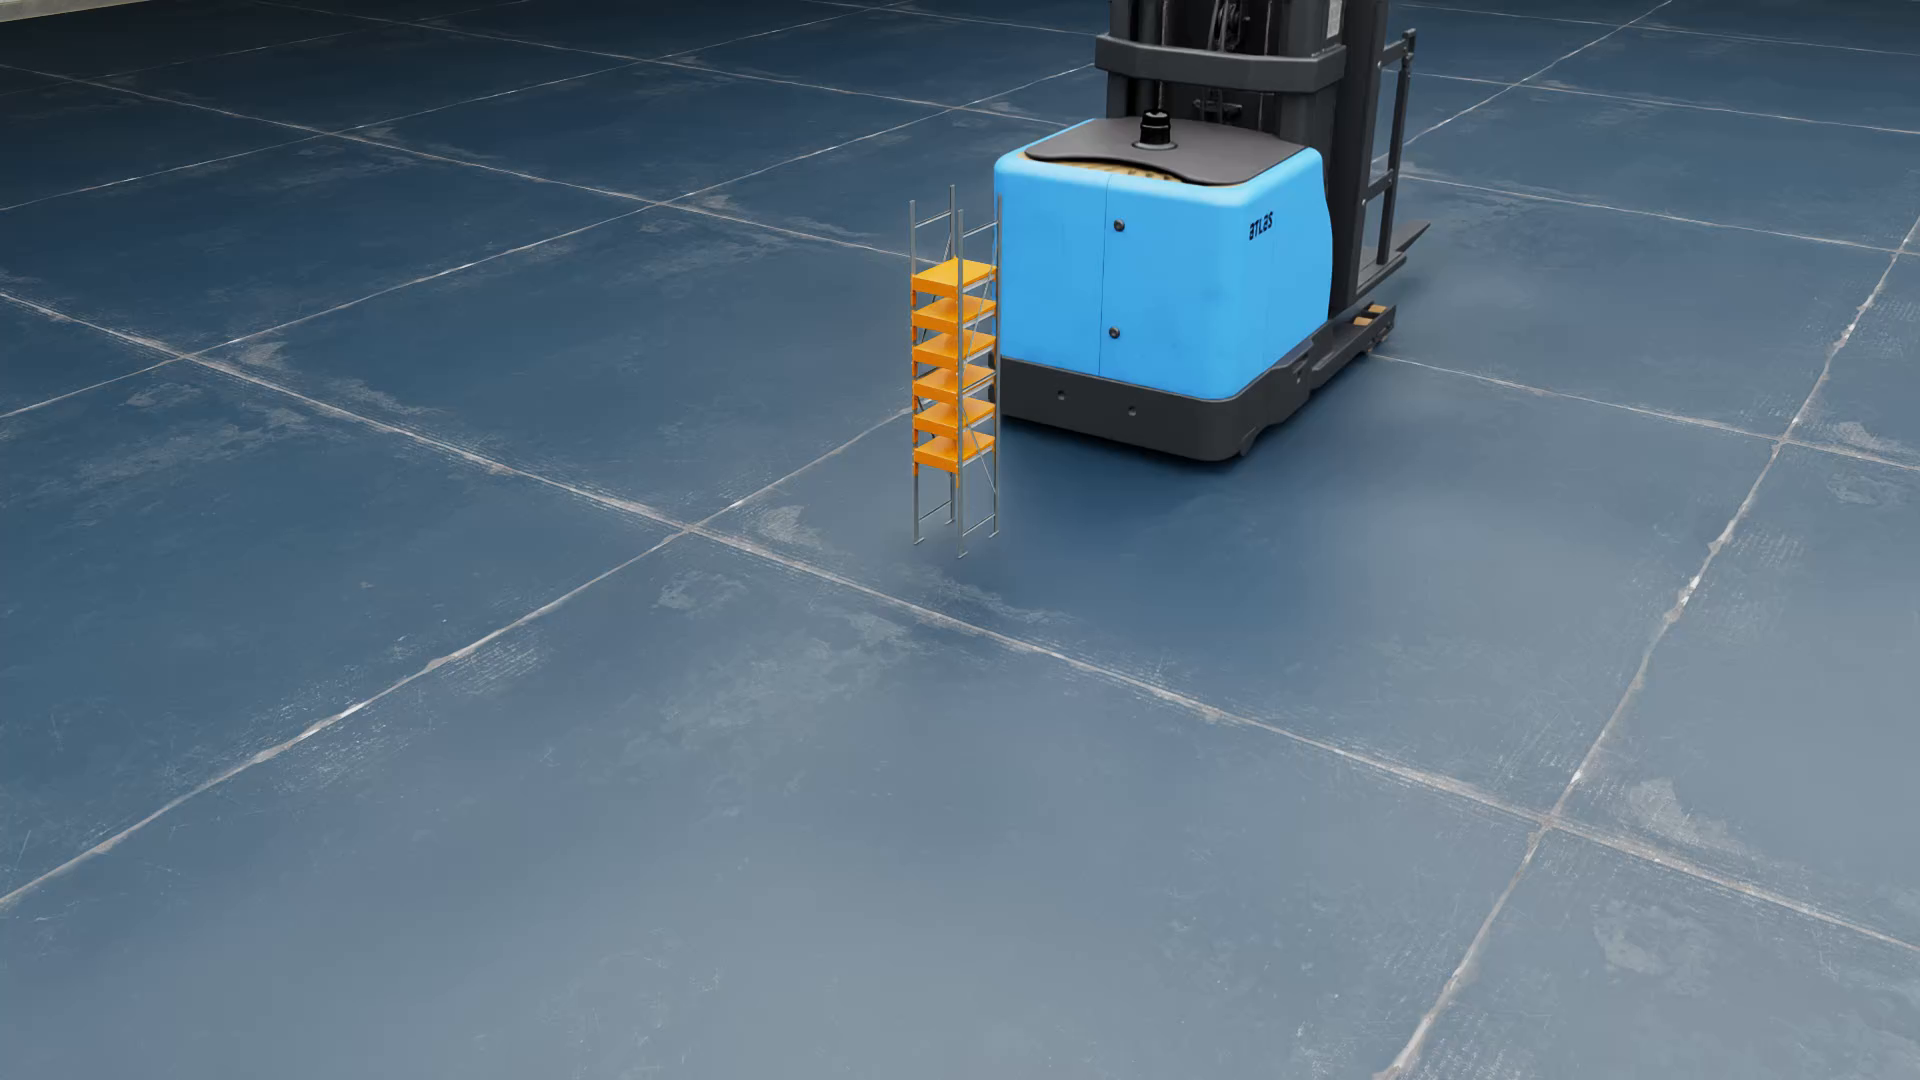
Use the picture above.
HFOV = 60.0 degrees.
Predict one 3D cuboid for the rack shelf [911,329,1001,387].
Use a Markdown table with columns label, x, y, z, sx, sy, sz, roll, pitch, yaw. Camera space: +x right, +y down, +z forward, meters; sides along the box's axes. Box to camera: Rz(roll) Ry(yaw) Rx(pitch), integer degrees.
| label | x | y | z | sx | sy | sz | roll | pitch | yaw |
| --- | --- | --- | --- | --- | --- | --- | --- | --- | --- |
| rack shelf | -0.012 | -0.606 | 5.451 | 0.180 | 0.103 | 0.258 | 17 | 32 | 30 |

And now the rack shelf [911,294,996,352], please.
| label | x | y | z | sx | sy | sz | roll | pitch | yaw |
| --- | --- | --- | --- | --- | --- | --- | --- | --- | --- |
| rack shelf | -0.012 | -0.713 | 5.396 | 0.180 | 0.103 | 0.258 | 17 | 32 | 30 |

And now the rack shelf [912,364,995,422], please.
| label | x | y | z | sx | sy | sz | roll | pitch | yaw |
| --- | --- | --- | --- | --- | --- | --- | --- | --- | --- |
| rack shelf | -0.012 | -0.499 | 5.505 | 0.180 | 0.103 | 0.258 | 17 | 32 | 30 |

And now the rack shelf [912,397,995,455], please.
| label | x | y | z | sx | sy | sz | roll | pitch | yaw |
| --- | --- | --- | --- | --- | --- | --- | --- | --- | --- |
| rack shelf | -0.012 | -0.392 | 5.560 | 0.180 | 0.103 | 0.258 | 17 | 32 | 30 |

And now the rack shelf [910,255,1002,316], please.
| label | x | y | z | sx | sy | sz | roll | pitch | yaw |
| --- | --- | --- | --- | --- | --- | --- | --- | --- | --- |
| rack shelf | -0.012 | -0.820 | 5.342 | 0.180 | 0.103 | 0.258 | 17 | 32 | 30 |

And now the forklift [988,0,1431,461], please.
| label | x | y | z | sx | sy | sz | roll | pitch | yaw |
| --- | --- | --- | --- | --- | --- | --- | --- | --- | --- |
| forklift | 1.311 | -2.226 | 6.892 | 1.130 | 2.935 | 3.031 | 16 | 31 | 28 |

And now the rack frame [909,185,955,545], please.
| label | x | y | z | sx | sy | sz | roll | pitch | yaw |
| --- | --- | --- | --- | --- | --- | --- | --- | --- | --- |
| rack frame | -0.087 | -0.562 | 5.531 | 0.006 | 1.200 | 0.240 | 17 | 32 | 30 |

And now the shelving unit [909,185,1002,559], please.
| label | x | y | z | sx | sy | sz | roll | pitch | yaw |
| --- | --- | --- | --- | --- | --- | --- | --- | --- | --- |
| shelving unit | -0.012 | -0.538 | 5.485 | 0.189 | 1.200 | 0.258 | 17 | 32 | 30 |

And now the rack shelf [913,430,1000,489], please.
| label | x | y | z | sx | sy | sz | roll | pitch | yaw |
| --- | --- | --- | --- | --- | --- | --- | --- | --- | --- |
| rack shelf | -0.012 | -0.285 | 5.614 | 0.180 | 0.103 | 0.258 | 17 | 32 | 30 |

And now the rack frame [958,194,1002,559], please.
| label | x | y | z | sx | sy | sz | roll | pitch | yaw |
| --- | --- | --- | --- | --- | --- | --- | --- | --- | --- |
| rack frame | 0.063 | -0.515 | 5.439 | 0.006 | 1.200 | 0.240 | 17 | 32 | 30 |
